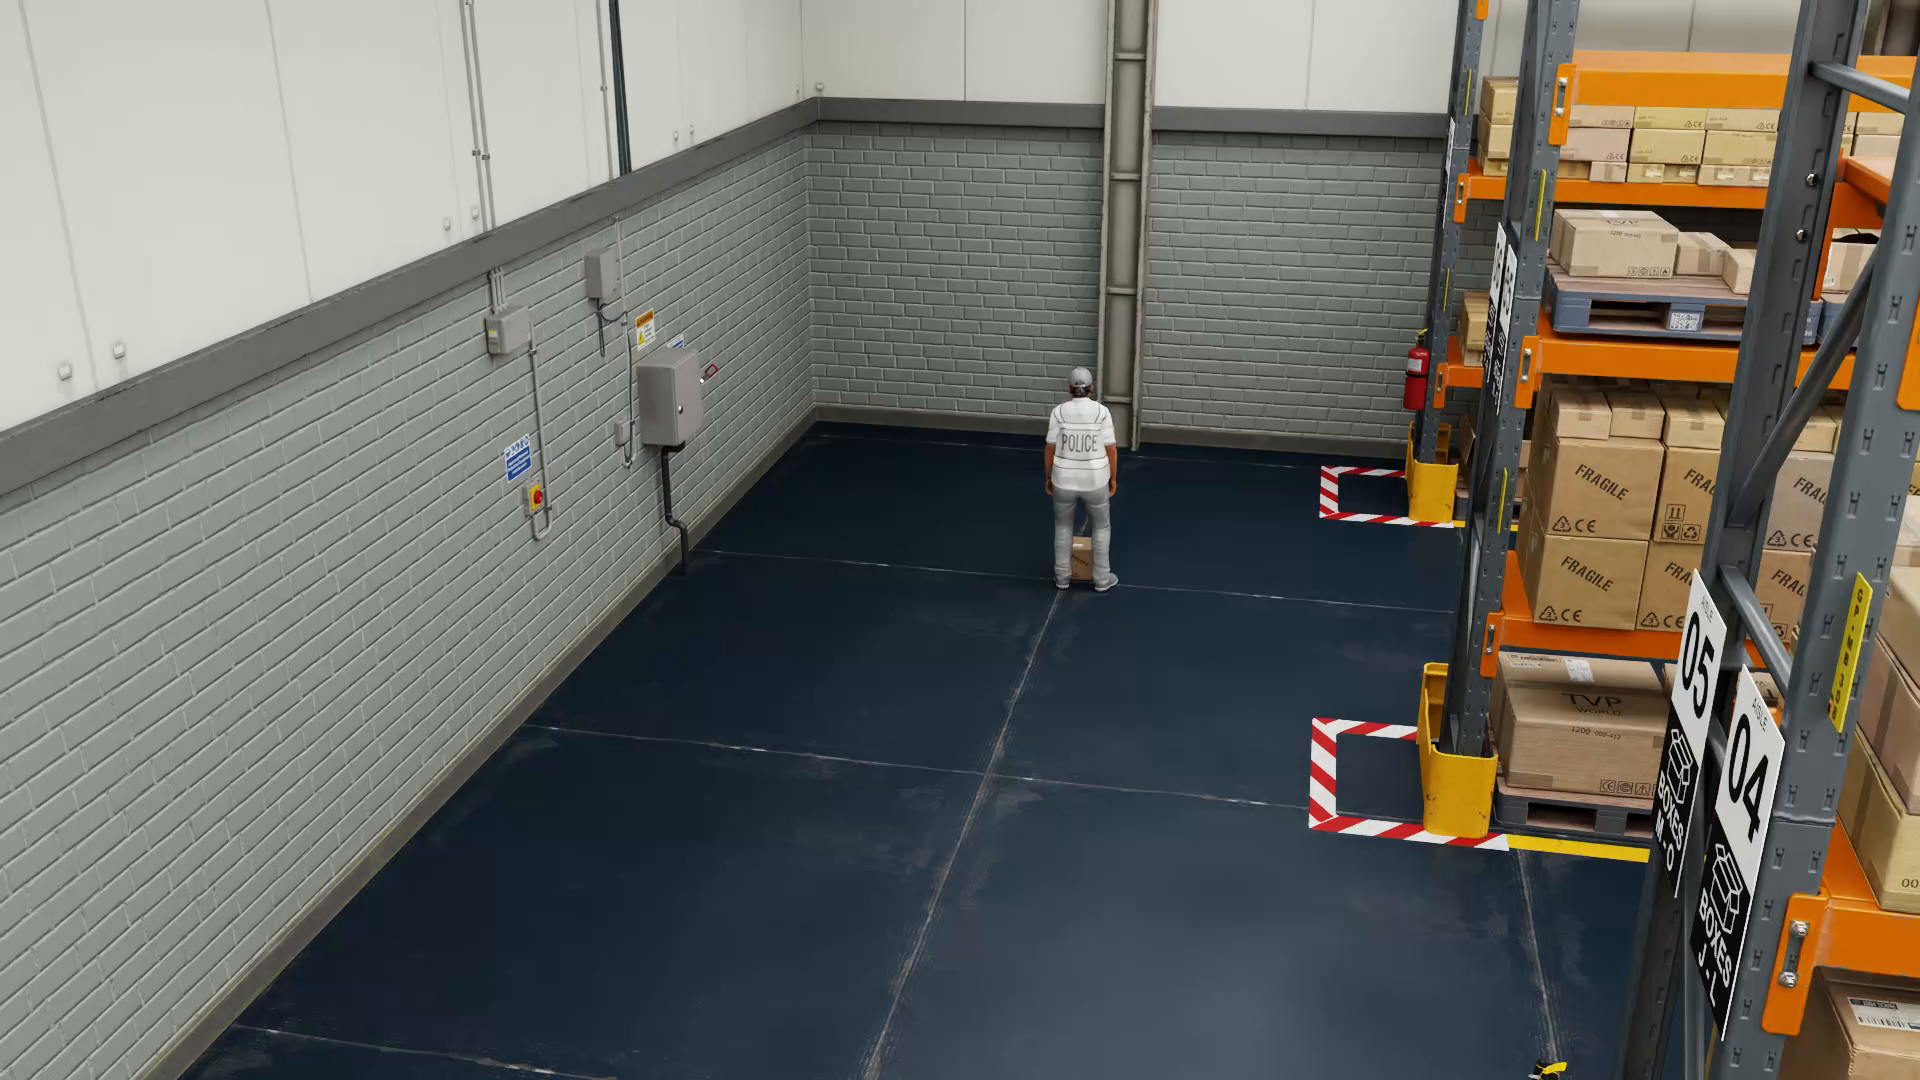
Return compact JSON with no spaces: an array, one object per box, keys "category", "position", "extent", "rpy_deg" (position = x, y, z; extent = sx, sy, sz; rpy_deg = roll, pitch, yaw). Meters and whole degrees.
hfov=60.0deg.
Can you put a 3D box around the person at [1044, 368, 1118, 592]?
[{"category":"person","position":[0.898,-0.437,12.177],"extent":[0.561,1.665,0.470],"rpy_deg":[3,22,8]}]
